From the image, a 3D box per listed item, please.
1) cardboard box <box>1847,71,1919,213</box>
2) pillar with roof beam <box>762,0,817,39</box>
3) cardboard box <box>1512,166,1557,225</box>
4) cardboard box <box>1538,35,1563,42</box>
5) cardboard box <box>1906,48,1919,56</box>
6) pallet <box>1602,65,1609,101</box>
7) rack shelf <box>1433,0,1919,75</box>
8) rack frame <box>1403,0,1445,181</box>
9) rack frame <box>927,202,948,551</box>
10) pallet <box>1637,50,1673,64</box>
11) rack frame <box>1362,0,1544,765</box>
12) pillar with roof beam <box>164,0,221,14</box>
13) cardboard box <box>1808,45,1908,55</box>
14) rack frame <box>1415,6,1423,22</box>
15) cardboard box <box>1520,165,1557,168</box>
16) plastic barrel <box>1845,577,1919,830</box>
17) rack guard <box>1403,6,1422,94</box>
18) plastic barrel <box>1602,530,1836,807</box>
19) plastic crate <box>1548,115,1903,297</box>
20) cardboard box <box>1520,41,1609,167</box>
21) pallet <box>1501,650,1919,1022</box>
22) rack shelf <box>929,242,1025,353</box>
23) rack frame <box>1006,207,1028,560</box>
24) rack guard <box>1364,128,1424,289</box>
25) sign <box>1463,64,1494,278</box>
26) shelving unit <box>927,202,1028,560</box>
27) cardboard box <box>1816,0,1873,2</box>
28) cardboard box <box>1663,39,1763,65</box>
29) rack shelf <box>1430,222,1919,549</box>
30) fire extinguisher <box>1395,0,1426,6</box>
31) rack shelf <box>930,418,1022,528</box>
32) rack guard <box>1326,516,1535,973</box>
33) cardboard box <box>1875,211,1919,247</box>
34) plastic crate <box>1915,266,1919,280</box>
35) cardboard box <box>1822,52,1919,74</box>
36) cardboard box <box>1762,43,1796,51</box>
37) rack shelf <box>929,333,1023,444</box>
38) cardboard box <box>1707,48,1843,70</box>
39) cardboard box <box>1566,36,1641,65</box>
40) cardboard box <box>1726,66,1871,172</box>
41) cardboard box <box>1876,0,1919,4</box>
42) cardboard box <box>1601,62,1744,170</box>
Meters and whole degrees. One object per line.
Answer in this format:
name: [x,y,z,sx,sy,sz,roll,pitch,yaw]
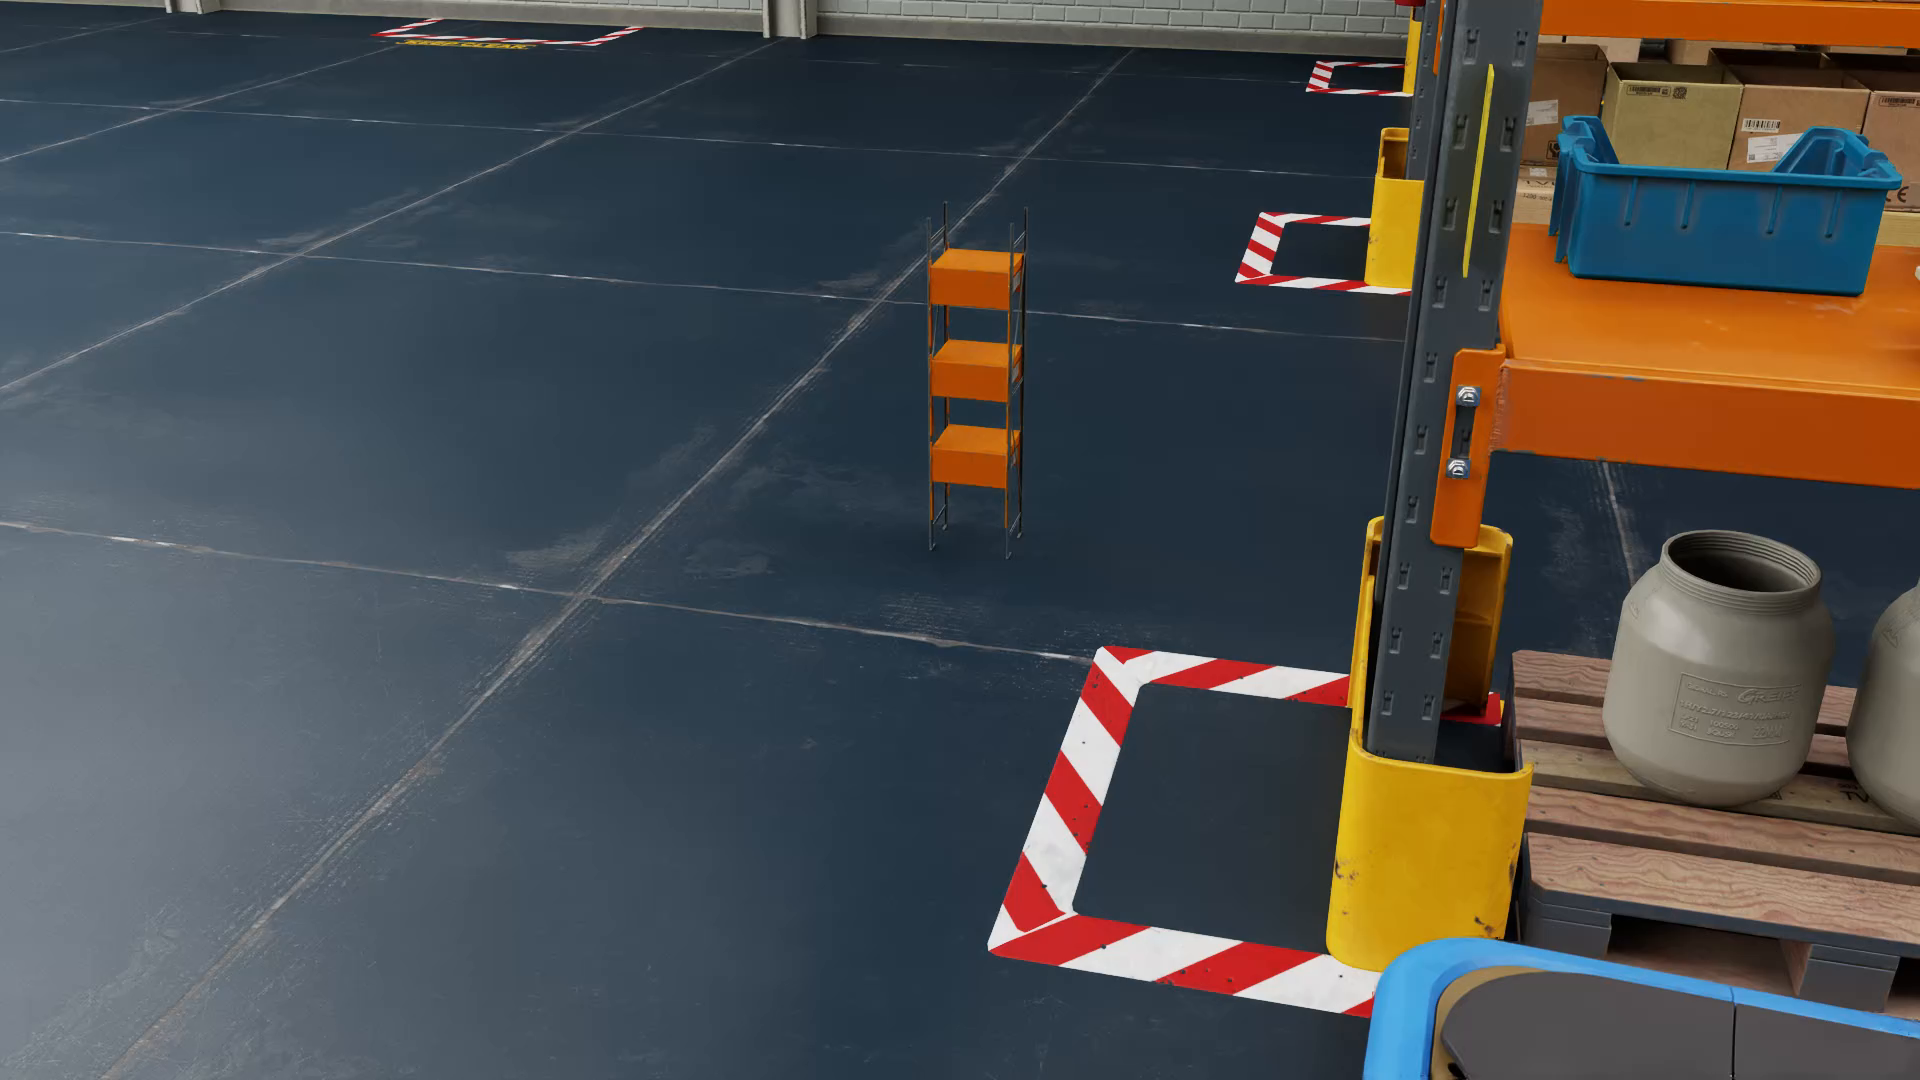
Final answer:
cardboard box: [4.131,-1.734,7.241,0.500,0.500,0.500,6,26,13]
pillar with roof beam: [-2.545,-6.666,8.783,0.400,9.000,9.100,6,26,13]
cardboard box: [2.679,-1.557,7.742,0.500,0.250,0.500,6,26,13]
cardboard box: [4.093,-3.695,12.138,0.500,0.311,0.500,3,26,7]
cardboard box: [6.793,-3.358,11.597,0.250,0.166,0.380,3,26,6]
pallet: [4.296,-3.453,12.257,1.213,0.211,1.003,6,26,13]
rack shelf: [4.152,-2.220,7.261,4.000,0.370,1.077,6,26,13]
rack frame: [2.215,-2.759,7.556,0.127,3.000,1.000,6,26,13]
rack frame: [-0.066,-0.481,5.040,0.008,1.050,0.200,6,26,13]
pallet: [5.474,-3.321,11.981,1.213,0.211,1.003,6,26,13]
rack frame: [0.978,-0.697,3.225,0.127,3.000,1.000,6,26,13]
pillar with roof beam: [-8.356,-7.308,10.132,0.400,9.000,9.100,6,26,13]
cardboard box: [6.304,-3.558,11.630,0.500,0.500,0.500,4,26,9]
rack frame: [3.445,-4.822,11.888,0.127,3.000,1.000,6,26,13]
cardboard box: [2.808,-1.773,8.194,0.500,0.250,0.500,6,26,13]
plastic barrel: [2.119,0.329,3.476,0.421,0.512,0.421,0,25,0]
rack guard: [3.518,-3.685,12.409,0.348,0.500,1.175,6,26,13]
plastic barrel: [1.634,0.275,3.589,0.421,0.512,0.421,0,25,0]
plastic crate: [1.537,-0.701,3.406,0.616,0.251,0.499,6,26,13]
cardboard box: [2.808,-2.112,8.035,0.500,0.500,0.500,6,26,13]
pallet: [1.848,0.639,3.661,1.213,0.211,1.003,6,26,13]
rack shelf: [0.052,-0.715,4.895,0.240,0.259,0.215,6,26,13]
rack frame: [0.170,-0.455,4.985,0.008,1.050,0.200,6,26,13]
rack guard: [2.192,-1.633,8.099,0.348,0.500,1.175,6,26,13]
sign: [0.836,-0.594,2.686,0.005,0.325,0.100,6,26,13]
shelving unit: [0.052,-0.468,5.012,0.252,1.050,0.215,6,26,13]
cardboard box: [3.653,-2.639,7.188,0.500,0.500,0.700,6,26,13]
cardboard box: [5.343,-3.620,11.760,0.500,0.500,0.700,5,26,10]
rack shelf: [2.914,-0.158,2.930,4.000,0.370,1.077,6,26,13]
fire extinguisher: [2.216,-2.930,8.005,0.183,0.674,0.296,6,26,13]
rack shelf: [0.052,-0.208,5.136,0.240,0.259,0.215,6,26,13]
rack guard: [1.063,0.420,3.787,0.348,0.500,1.175,6,26,13]
cardboard box: [4.131,-1.396,7.403,0.500,0.250,0.500,6,26,13]
plastic crate: [1.764,-0.349,2.799,0.250,0.136,0.298,6,26,13]
cardboard box: [4.264,-1.957,7.709,0.500,0.500,0.500,6,26,13]
cardboard box: [5.775,-3.485,11.884,0.250,0.149,0.380,4,26,9]
rack shelf: [0.052,-0.459,5.017,0.240,0.259,0.215,6,26,13]
cardboard box: [3.780,-2.011,7.823,0.500,0.500,0.500,6,26,13]
cardboard box: [4.645,-3.634,12.009,0.500,0.311,0.500,9,27,17]
cardboard box: [3.651,-1.795,7.368,0.500,0.500,0.500,6,26,13]
cardboard box: [4.164,-2.584,7.072,0.500,0.500,0.700,7,26,15]
cardboard box: [3.163,-1.843,7.470,0.500,0.500,0.500,6,26,13]
